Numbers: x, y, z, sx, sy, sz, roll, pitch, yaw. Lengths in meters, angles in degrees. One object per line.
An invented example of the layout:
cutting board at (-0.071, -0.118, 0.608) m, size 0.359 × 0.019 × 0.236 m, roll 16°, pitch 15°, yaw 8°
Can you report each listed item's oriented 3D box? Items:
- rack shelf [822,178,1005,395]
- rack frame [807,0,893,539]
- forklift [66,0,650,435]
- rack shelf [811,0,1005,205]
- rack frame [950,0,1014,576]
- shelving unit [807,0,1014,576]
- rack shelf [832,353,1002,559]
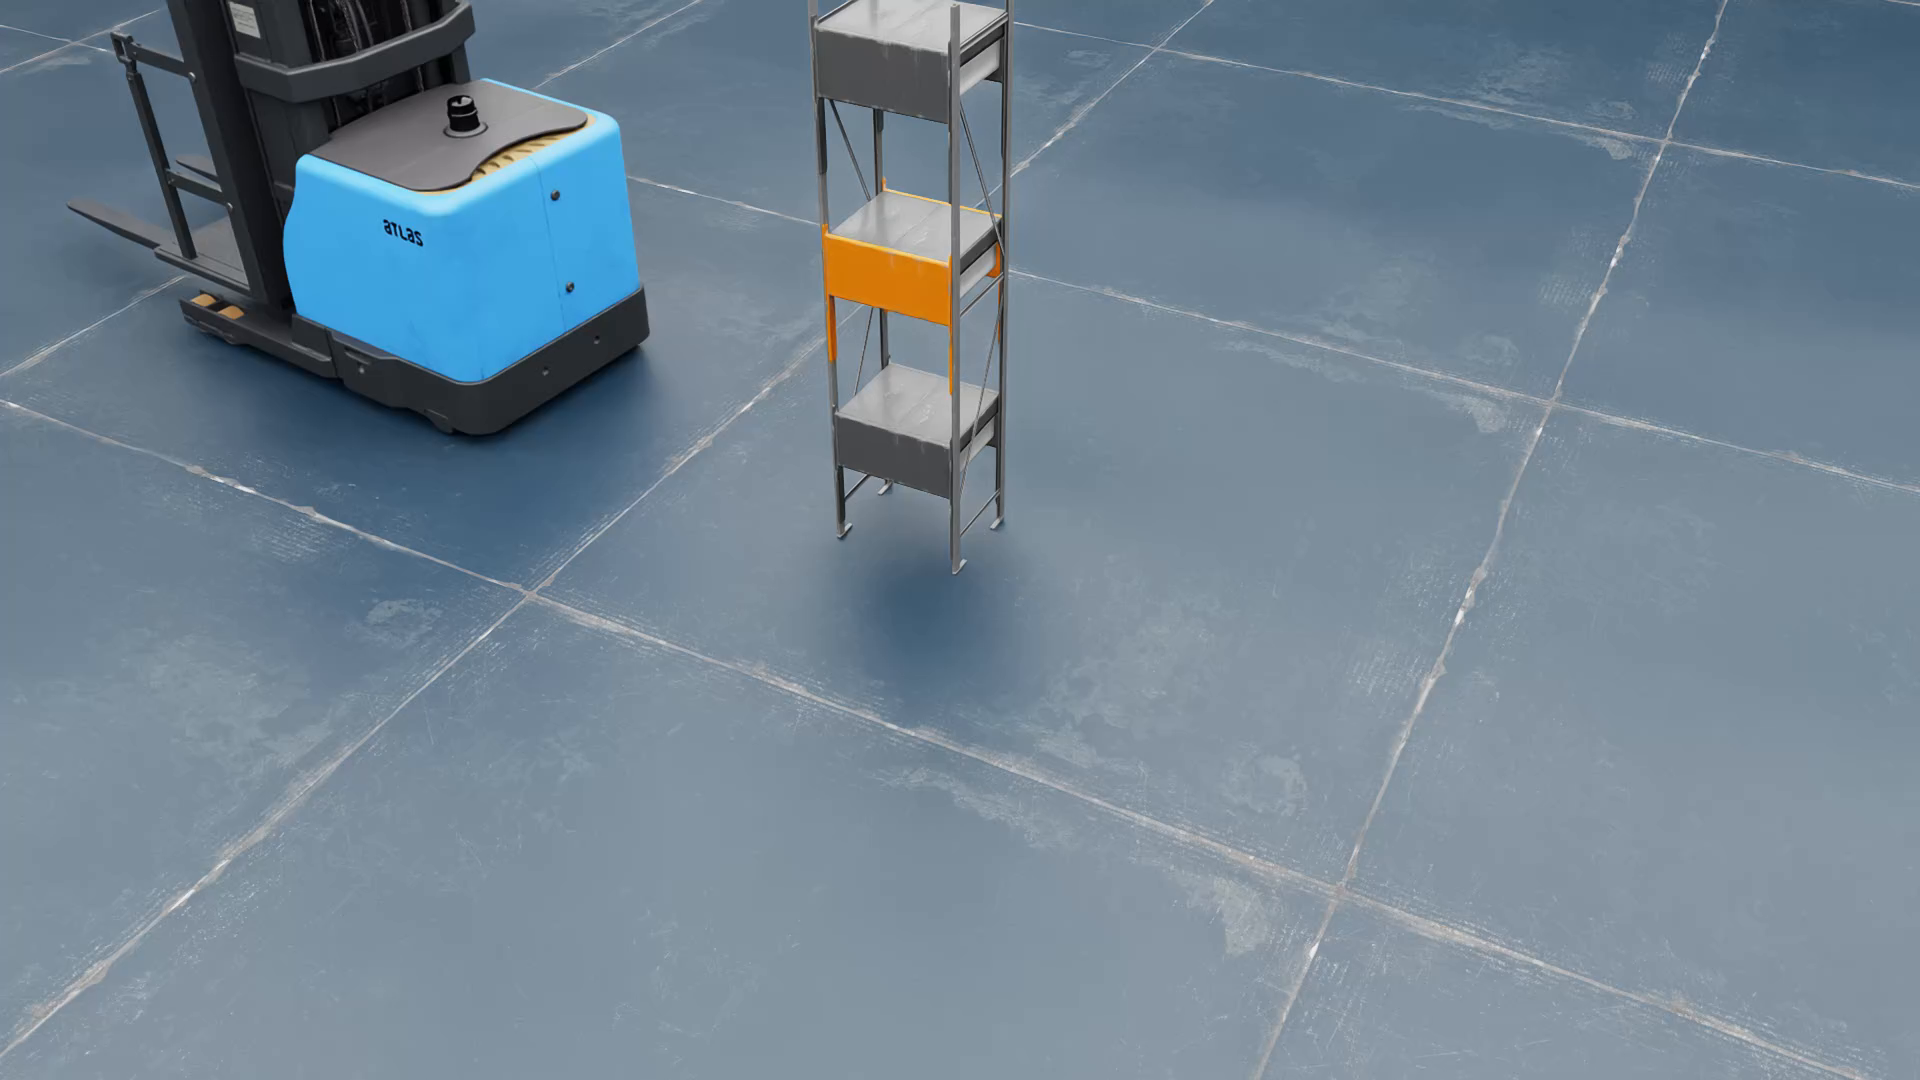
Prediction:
rack shelf at (-0.147, -0.872, 5.684) m, size 0.480 × 0.518 × 0.431 m, roll 17°, pitch 41°, yaw 21°
rack frame at (-0.364, -0.950, 5.765) m, size 0.015 × 2.100 × 0.400 m, roll 17°, pitch 41°, yaw 21°
forklift at (-2.877, -2.279, 6.828) m, size 3.031 × 2.935 × 1.130 m, roll 22°, pitch 42°, yaw 26°
rack shelf at (-0.147, -1.429, 5.261) m, size 0.480 × 0.518 × 0.431 m, roll 17°, pitch 41°, yaw 21°
rack frame at (0.070, -0.815, 5.586) m, size 0.015 × 2.100 × 0.400 m, roll 17°, pitch 41°, yaw 21°
shelving unit at (-0.147, -0.882, 5.676) m, size 0.503 × 2.100 × 0.431 m, roll 17°, pitch 41°, yaw 21°
rack shelf at (-0.147, -0.314, 6.107) m, size 0.480 × 0.518 × 0.431 m, roll 17°, pitch 41°, yaw 21°
